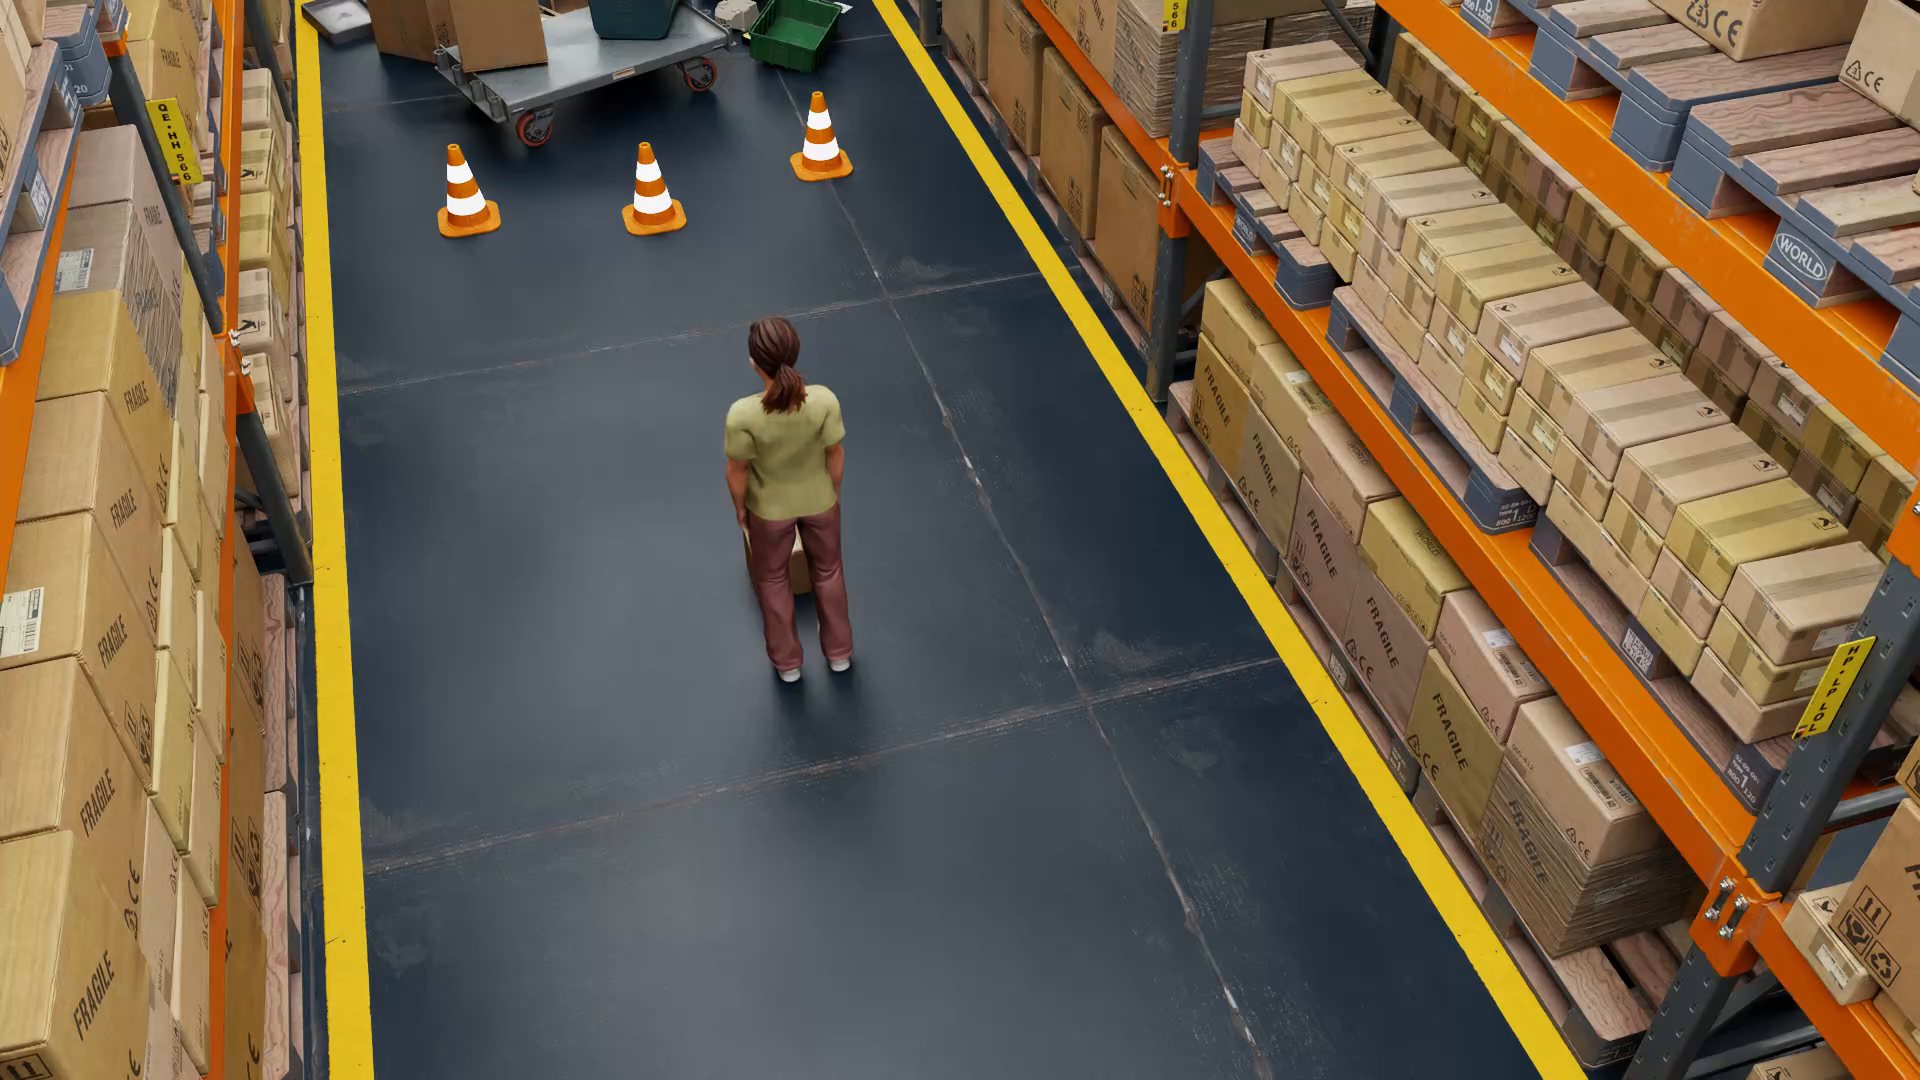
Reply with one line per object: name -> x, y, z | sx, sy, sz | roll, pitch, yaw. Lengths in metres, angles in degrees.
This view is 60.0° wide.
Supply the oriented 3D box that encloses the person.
person -> -0.647, -0.126, 6.306 | 0.446, 1.671, 0.360 | -11, 44, -12
